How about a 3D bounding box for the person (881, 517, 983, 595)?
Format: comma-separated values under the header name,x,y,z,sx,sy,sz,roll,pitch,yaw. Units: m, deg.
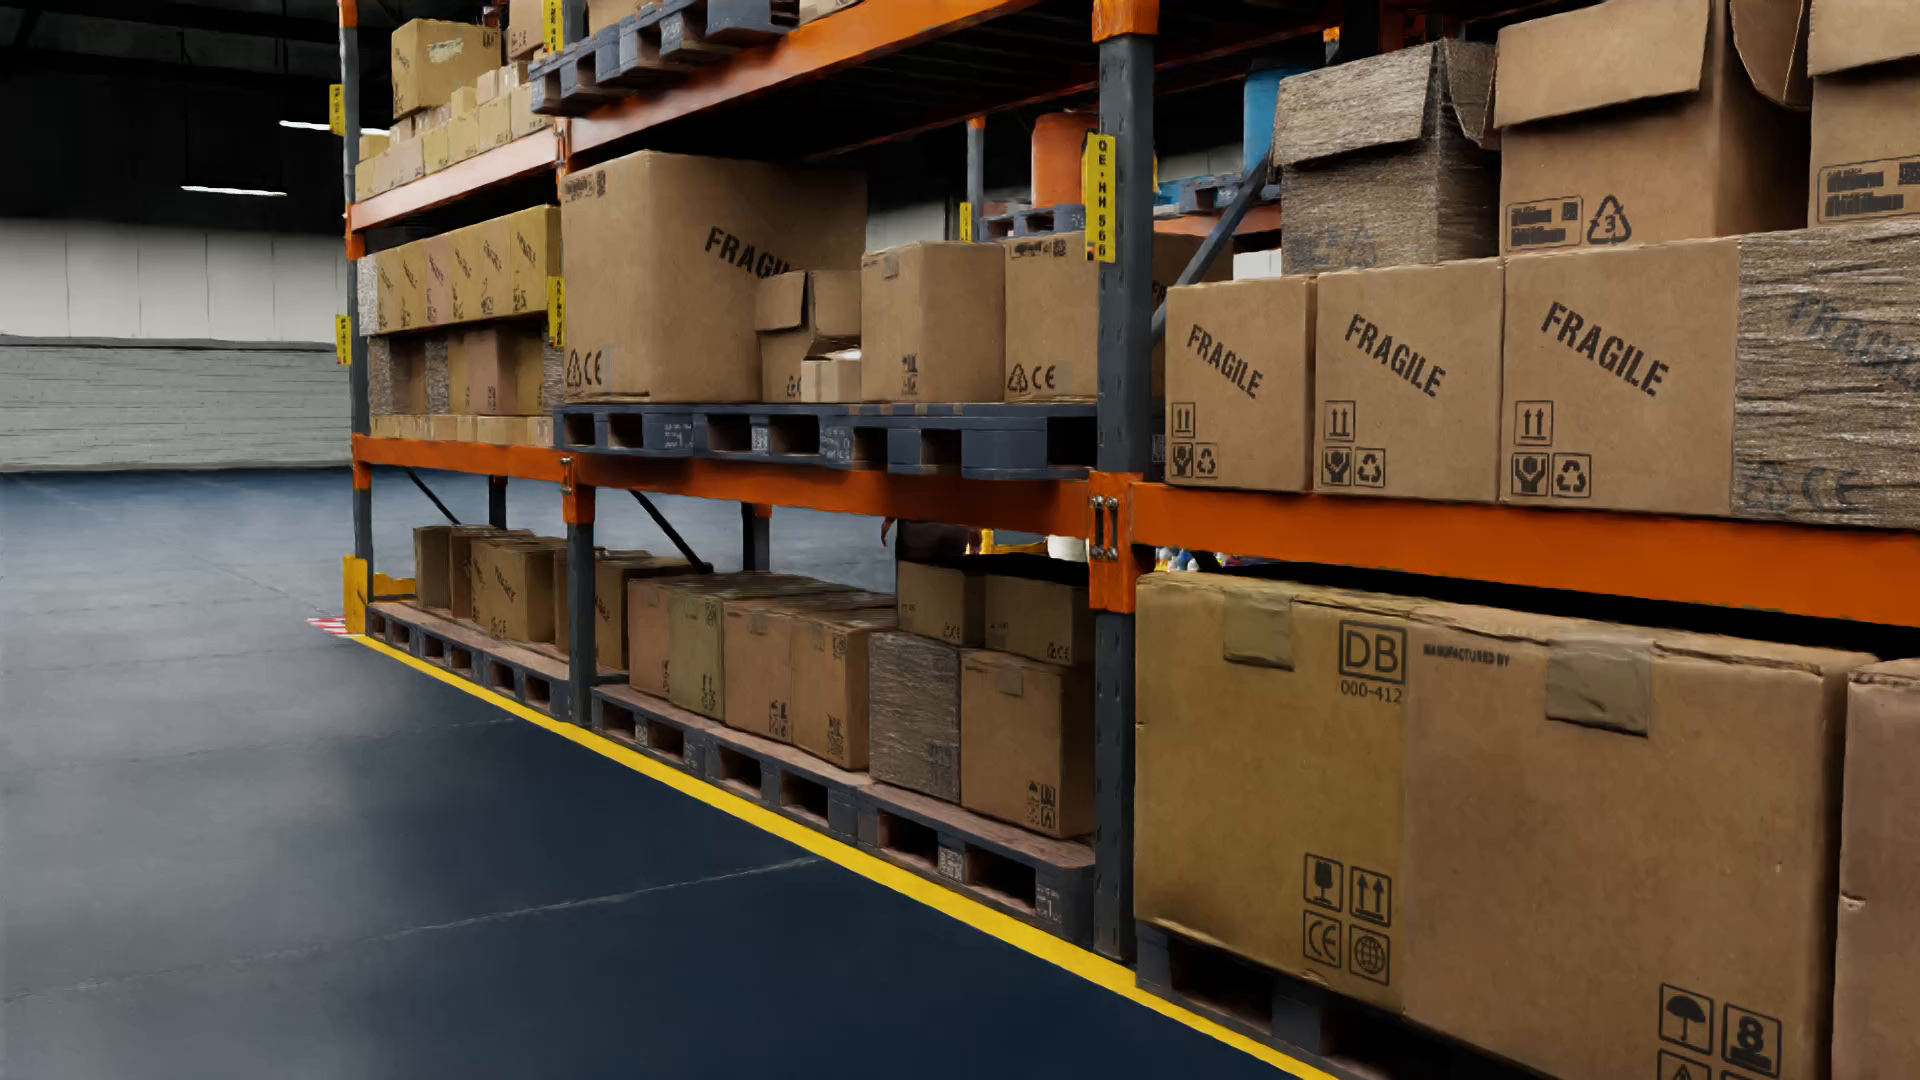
name,x,y,z,sx,sy,sz,roll,pitch,yaw
person,-0.155,-0.077,8.970,0.537,1.695,0.882,-2,5,-26
